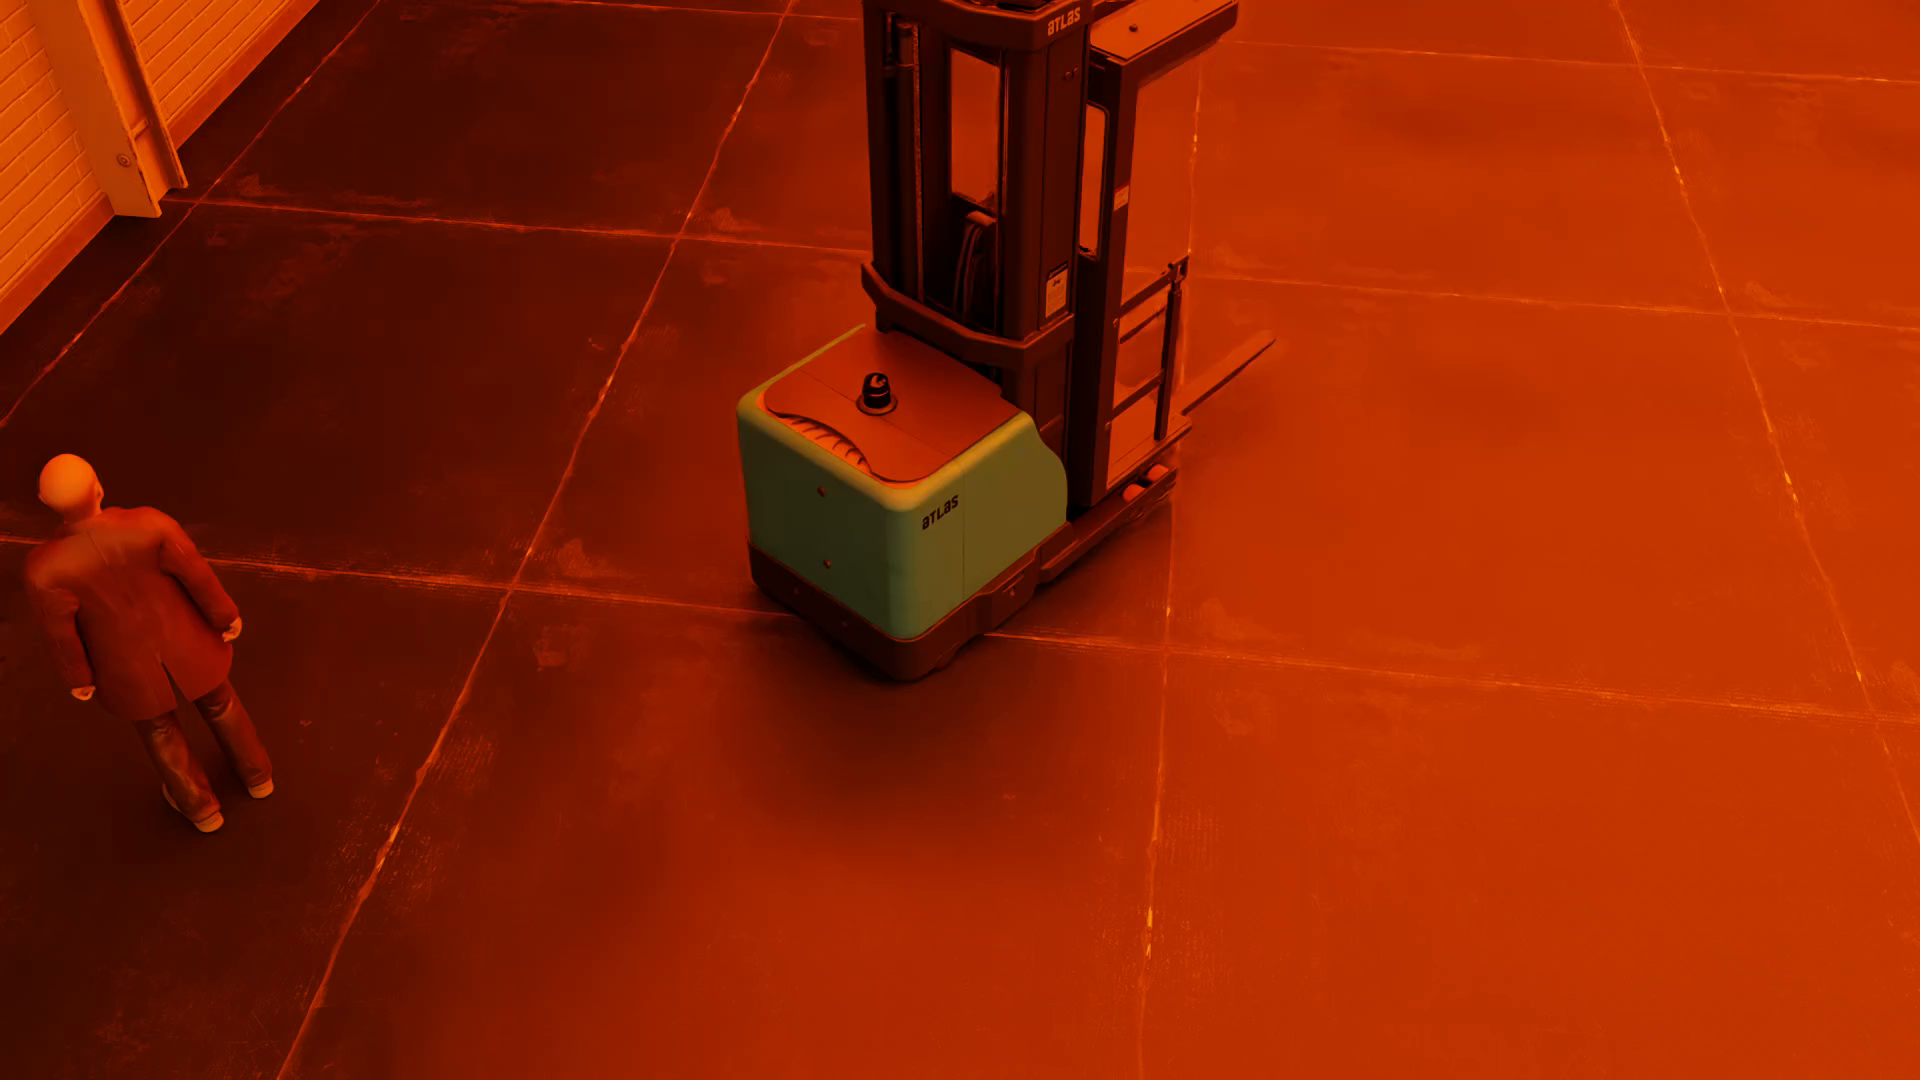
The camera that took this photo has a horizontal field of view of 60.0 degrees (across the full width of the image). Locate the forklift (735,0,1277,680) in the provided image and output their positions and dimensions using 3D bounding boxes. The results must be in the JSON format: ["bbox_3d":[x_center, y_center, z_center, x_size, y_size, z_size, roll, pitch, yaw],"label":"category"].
[{"bbox_3d":[0.405,-1.391,7.238,1.130,2.935,3.031,31,51,30],"label":"forklift"}]

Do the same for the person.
[{"bbox_3d":[-3.023,0.362,6.180,0.643,1.782,0.421,-27,49,-26],"label":"person"}]
